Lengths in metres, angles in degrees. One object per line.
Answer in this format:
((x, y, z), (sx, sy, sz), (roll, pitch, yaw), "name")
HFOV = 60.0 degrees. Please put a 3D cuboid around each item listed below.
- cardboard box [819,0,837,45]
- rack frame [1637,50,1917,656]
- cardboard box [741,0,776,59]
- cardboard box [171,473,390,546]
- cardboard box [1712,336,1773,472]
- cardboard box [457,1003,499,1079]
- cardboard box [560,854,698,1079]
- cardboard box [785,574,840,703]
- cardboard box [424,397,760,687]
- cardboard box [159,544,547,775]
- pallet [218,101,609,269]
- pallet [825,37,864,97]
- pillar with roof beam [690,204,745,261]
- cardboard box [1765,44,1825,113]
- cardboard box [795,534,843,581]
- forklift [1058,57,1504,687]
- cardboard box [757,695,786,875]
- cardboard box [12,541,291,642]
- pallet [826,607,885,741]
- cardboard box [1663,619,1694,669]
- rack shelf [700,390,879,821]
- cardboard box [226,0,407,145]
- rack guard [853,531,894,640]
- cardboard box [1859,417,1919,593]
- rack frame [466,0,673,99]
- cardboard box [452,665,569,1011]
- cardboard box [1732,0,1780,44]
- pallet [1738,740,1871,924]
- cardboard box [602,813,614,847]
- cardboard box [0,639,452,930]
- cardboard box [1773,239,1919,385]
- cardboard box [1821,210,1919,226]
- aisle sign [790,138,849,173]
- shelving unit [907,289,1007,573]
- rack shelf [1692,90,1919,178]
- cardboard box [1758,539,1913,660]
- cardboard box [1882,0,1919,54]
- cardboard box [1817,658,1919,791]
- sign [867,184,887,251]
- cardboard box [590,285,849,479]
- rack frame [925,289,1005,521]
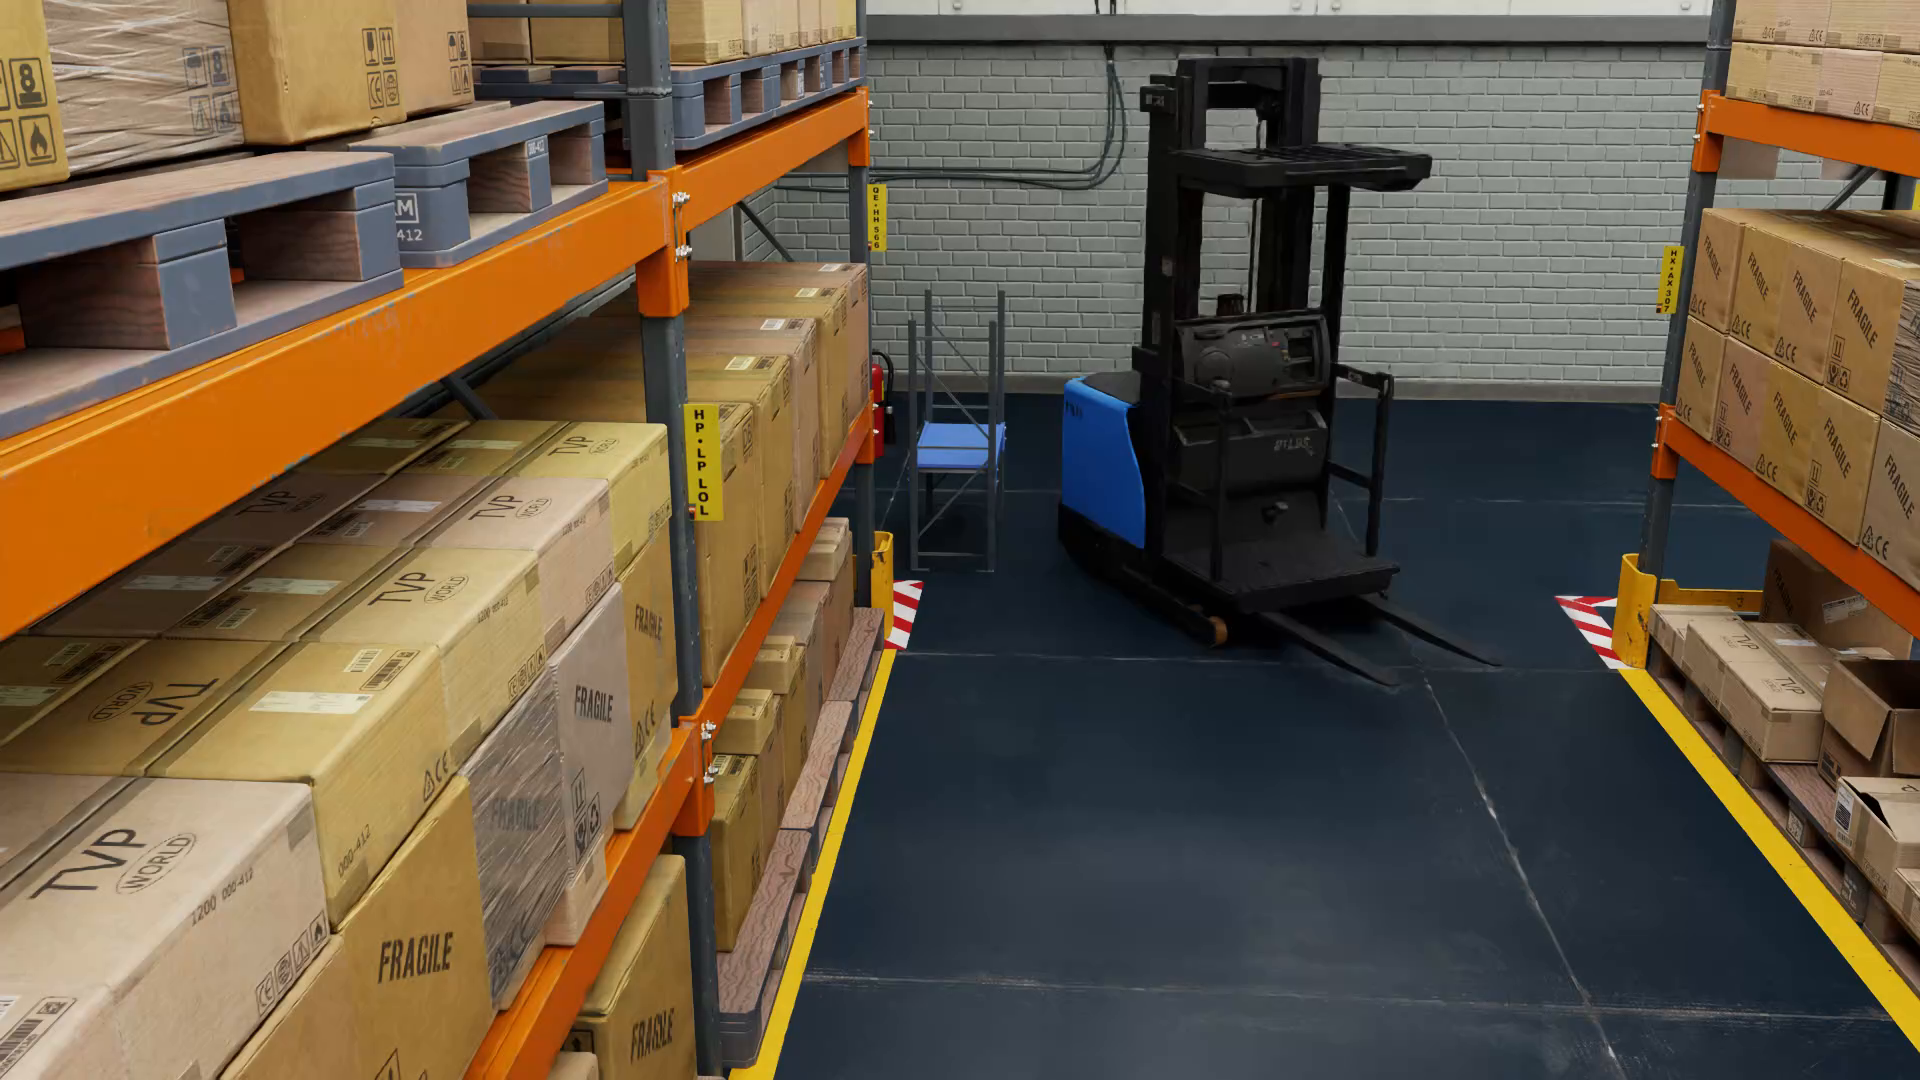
((-0.777, -2.153, 6.766), (0.500, 0.250, 0.500), (1, 18, 2), "cardboard box")
((3.988, -0.838, 8.162), (1.000, 3.000, 0.127), (1, 18, 4), "rack frame")
((-0.877, -1.673, 5.299), (0.500, 0.250, 0.500), (1, 18, 3), "cardboard box")
((-1.564, 0.040, 3.609), (0.500, 0.250, 0.500), (1, 18, 5), "cardboard box")
((3.661, -0.593, 7.255), (0.500, 0.500, 0.500), (1, 18, 3), "cardboard box")
((-1.117, 0.910, 3.200), (0.380, 0.149, 0.250), (1, 18, 2), "cardboard box")
((-1.157, 1.322, 4.349), (0.750, 0.750, 0.750), (1, 18, 5), "cardboard box")
((-0.940, 0.416, 7.675), (0.700, 0.500, 0.500), (1, 18, 4), "cardboard box")
((-1.185, -0.015, 5.171), (0.980, 0.700, 0.700), (2, 18, 5), "cardboard box")
((-1.102, 0.208, 3.095), (0.500, 0.250, 0.500), (2, 18, 5), "cardboard box")
((-1.257, -0.753, 3.395), (0.805, 0.209, 1.217), (1, 18, 2), "pallet")
((-0.996, -2.100, 7.339), (1.003, 0.211, 1.213), (1, 18, 4), "pallet")
((2.671, -4.560, 9.887), (9.100, 9.000, 0.400), (1, 18, 4), "pillar with roof beam")
((3.648, -1.883, 6.776), (0.500, 0.250, 0.500), (1, 18, 4), "cardboard box")
((-0.749, 0.076, 7.672), (0.380, 0.149, 0.250), (2, 18, 5), "cardboard box")
((1.667, -0.981, 8.709), (1.130, 2.935, 3.031), (-8, 20, -23), "forklift")
((-1.045, 0.898, 6.206), (0.700, 0.500, 0.500), (1, 18, 3), "cardboard box")
((-1.595, 0.196, 3.133), (0.500, 0.250, 0.500), (1, 18, 2), "cardboard box")
((-0.933, 0.628, 8.167), (1.003, 0.211, 1.213), (1, 18, 4), "pallet")
((3.597, 0.500, 7.924), (0.380, 0.166, 0.250), (1, 18, 4), "cardboard box")
((-1.097, 0.016, 6.713), (1.077, 0.370, 4.000), (1, 18, 4), "rack shelf")
((-1.388, -0.942, 2.795), (0.700, 0.500, 0.500), (1, 18, 3), "cardboard box")
((-0.952, 0.233, 8.908), (1.175, 0.500, 0.348), (1, 18, 4), "rack guard")
((3.551, -0.124, 5.822), (0.500, 0.500, 0.500), (2, 18, 5), "cardboard box")
((-1.240, -2.556, 3.771), (1.000, 3.000, 0.127), (1, 18, 4), "rack frame")
((-1.093, 0.560, 3.225), (0.500, 0.500, 0.500), (1, 18, 4), "cardboard box")
((3.691, -2.276, 7.171), (0.500, 0.250, 0.500), (1, 18, 4), "cardboard box")
((3.836, 1.137, 6.615), (1.003, 0.211, 1.213), (1, 18, 4), "pallet")
((-1.040, 0.675, 3.918), (0.380, 0.149, 0.250), (2, 18, 6), "cardboard box")
((-1.137, 0.367, 2.612), (0.500, 0.250, 0.500), (1, 18, 3), "cardboard box")
((3.622, -0.911, 6.618), (0.500, 0.500, 0.500), (2, 18, 5), "cardboard box")
((4.230, -1.216, 7.550), (0.500, 0.500, 0.500), (1, 18, 3), "cardboard box")
((-0.649, -2.198, 8.139), (0.394, 0.787, 0.004), (1, 18, 4), "aisle sign")
((-0.006, -0.686, 10.109), (0.538, 1.500, 1.048), (1, 18, 4), "shelving unit")
((3.844, -1.300, 5.912), (1.077, 0.370, 4.000), (1, 18, 4), "rack shelf")
((4.194, 0.315, 7.951), (0.500, 0.500, 0.500), (1, 18, 4), "cardboard box")
((3.579, -1.810, 5.750), (0.500, 0.250, 0.500), (1, 18, 4), "cardboard box")
((3.830, 0.798, 6.472), (0.797, 0.503, 0.637), (1, 18, 4), "cardboard box")
((-0.413, -1.593, 8.229), (0.100, 0.325, 0.005), (1, 18, 4), "sign")
((-1.021, -0.705, 7.275), (0.980, 0.700, 0.700), (1, 18, 3), "cardboard box")
((0.030, -0.844, 10.590), (0.500, 1.500, 0.032), (1, 18, 4), "rack frame")
